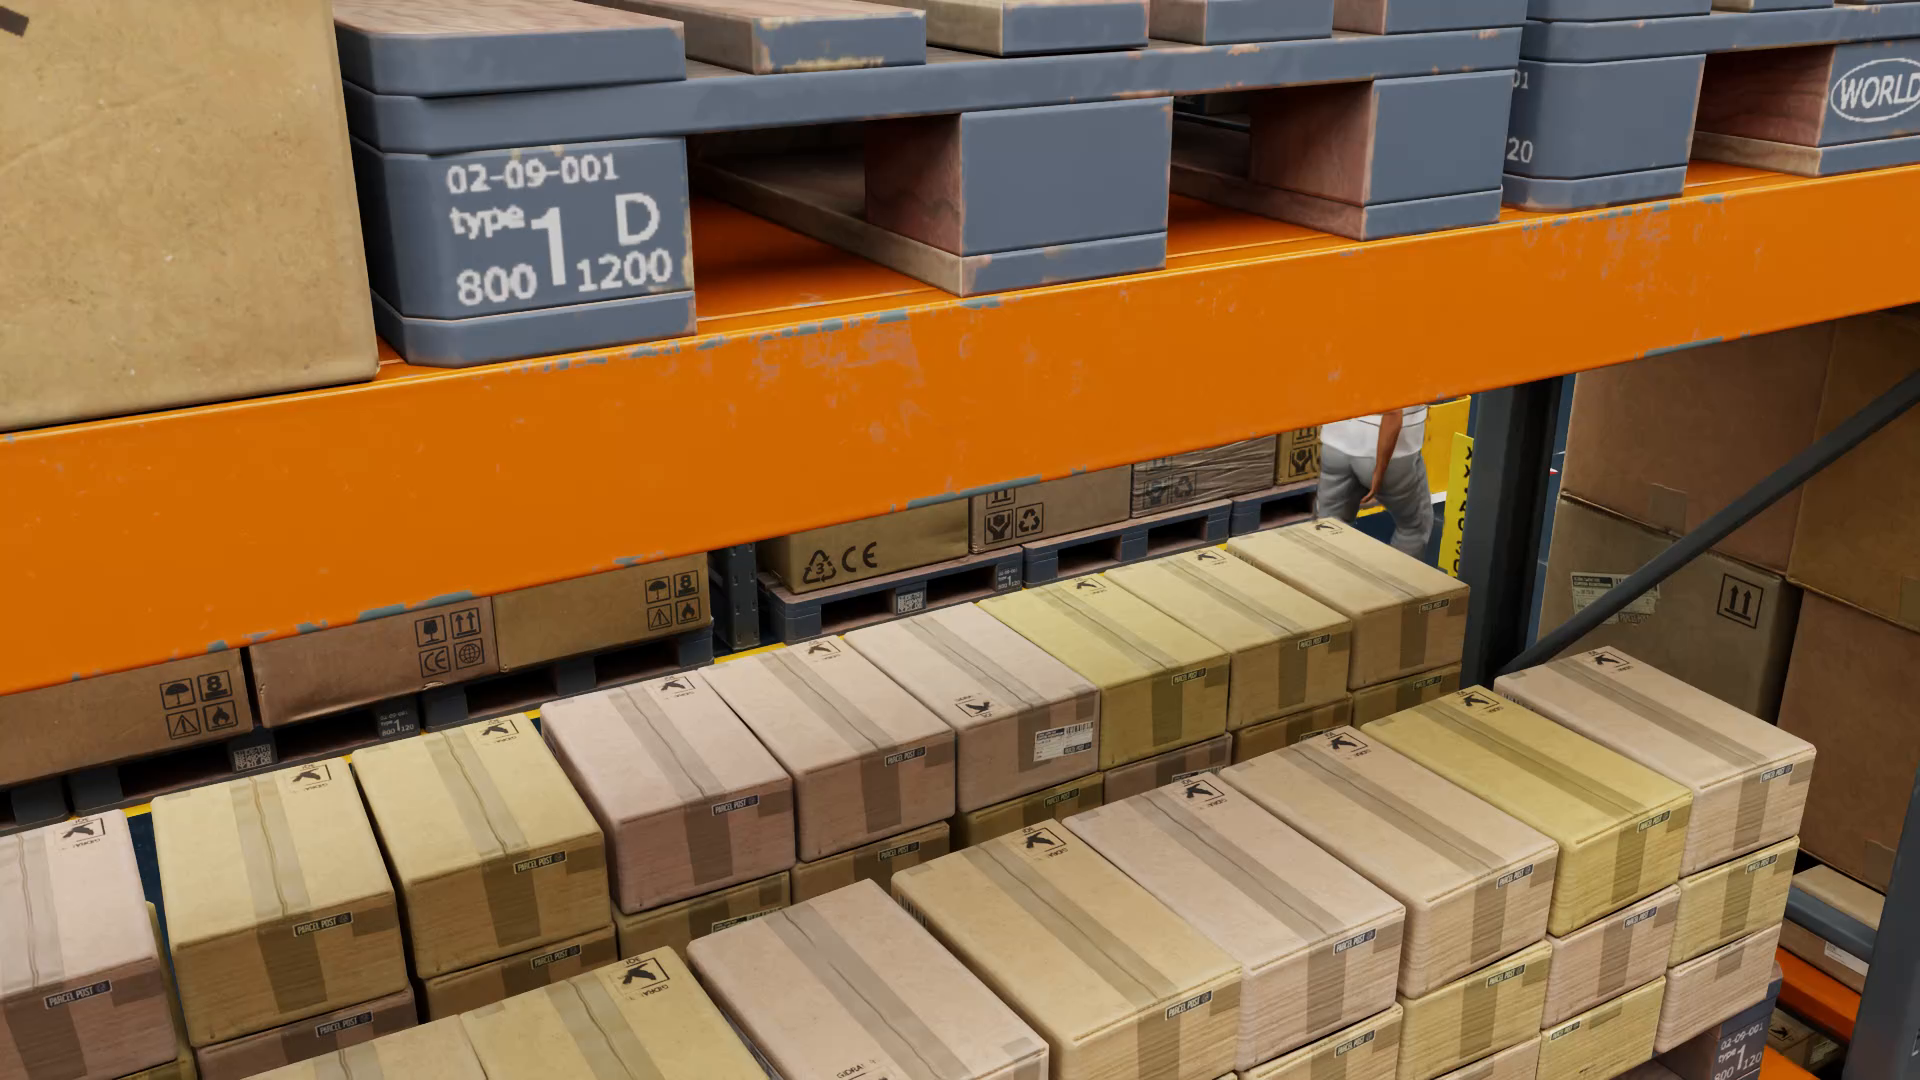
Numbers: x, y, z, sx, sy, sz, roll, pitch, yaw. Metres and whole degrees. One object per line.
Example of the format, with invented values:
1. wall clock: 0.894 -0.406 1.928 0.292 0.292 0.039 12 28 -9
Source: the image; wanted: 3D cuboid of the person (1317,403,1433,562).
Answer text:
1. person: 1.703 -0.382 7.004 0.905 1.621 0.478 -14 26 -30
